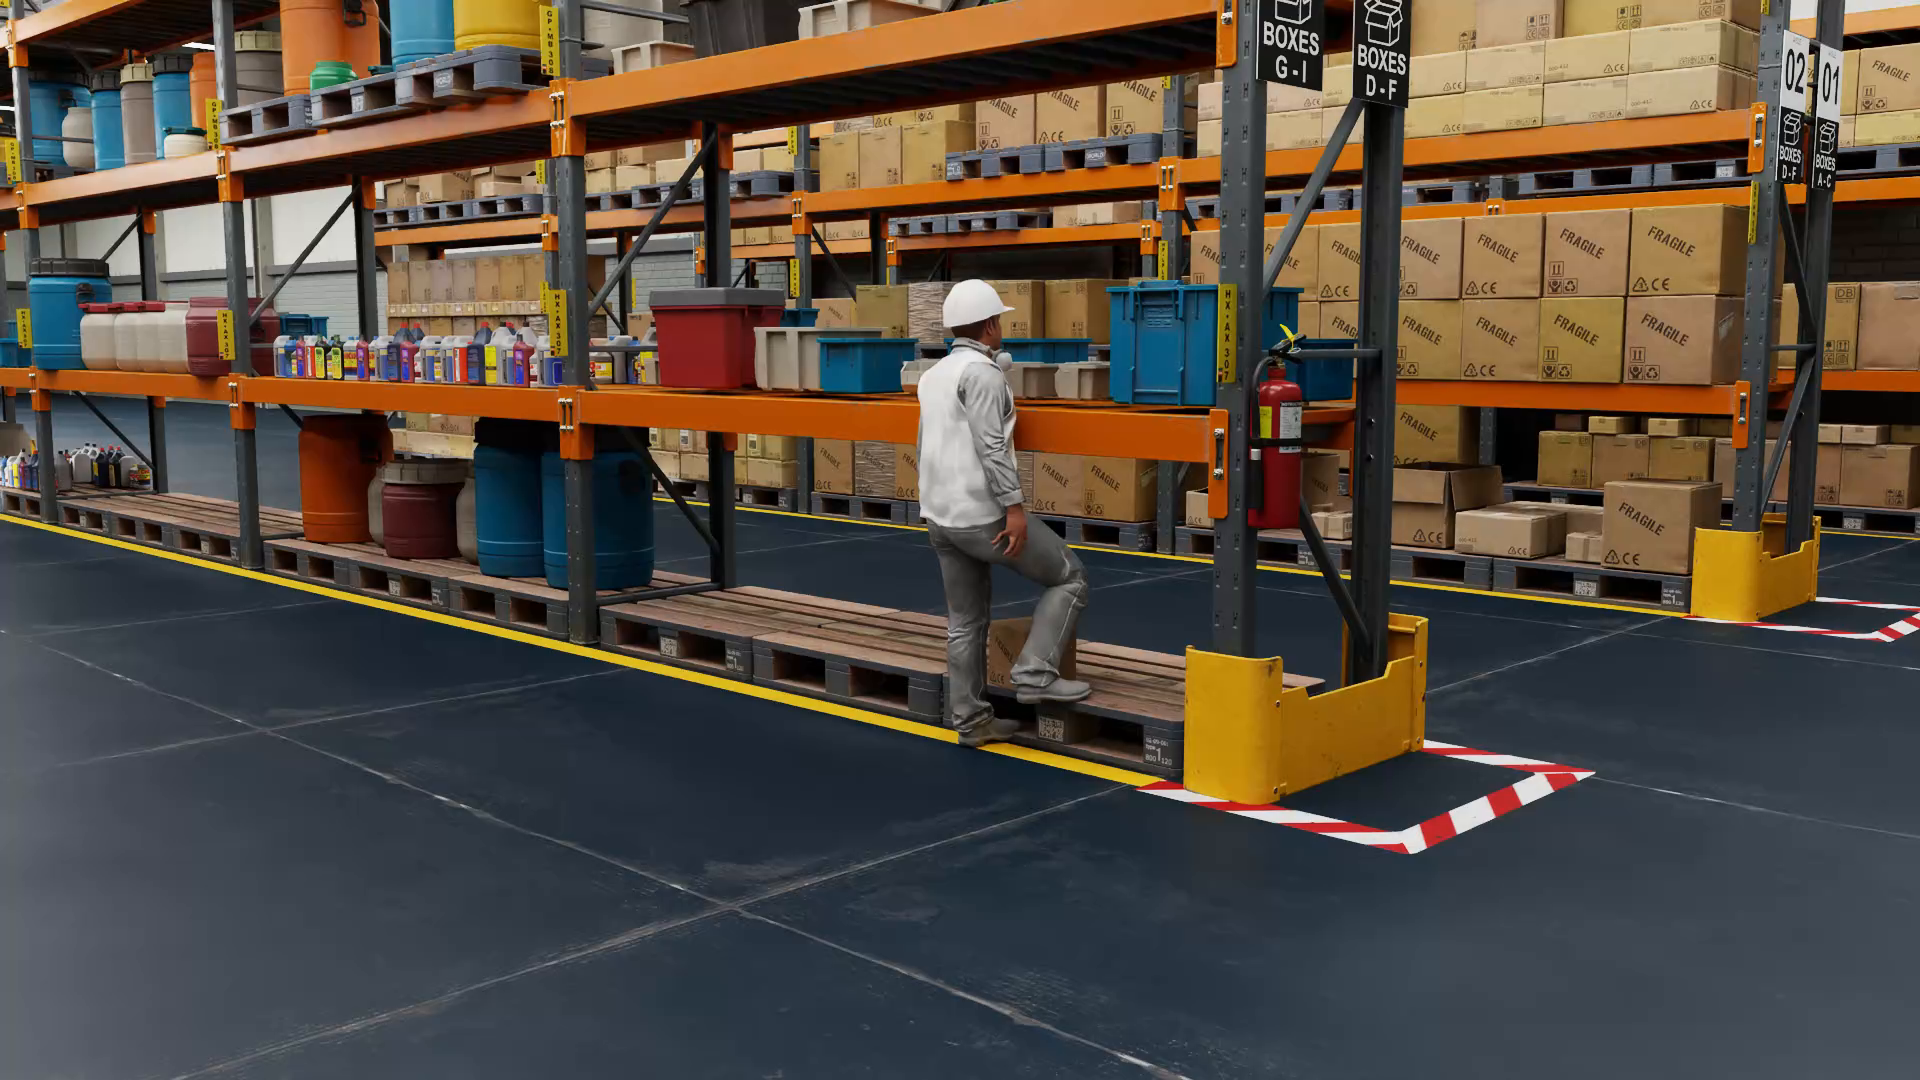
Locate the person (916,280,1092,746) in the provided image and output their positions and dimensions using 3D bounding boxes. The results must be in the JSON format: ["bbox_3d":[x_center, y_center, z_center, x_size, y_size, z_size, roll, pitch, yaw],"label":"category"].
[{"bbox_3d":[0.146,-0.097,6.355,0.614,1.774,0.634,-4,8,-29],"label":"person"}]
